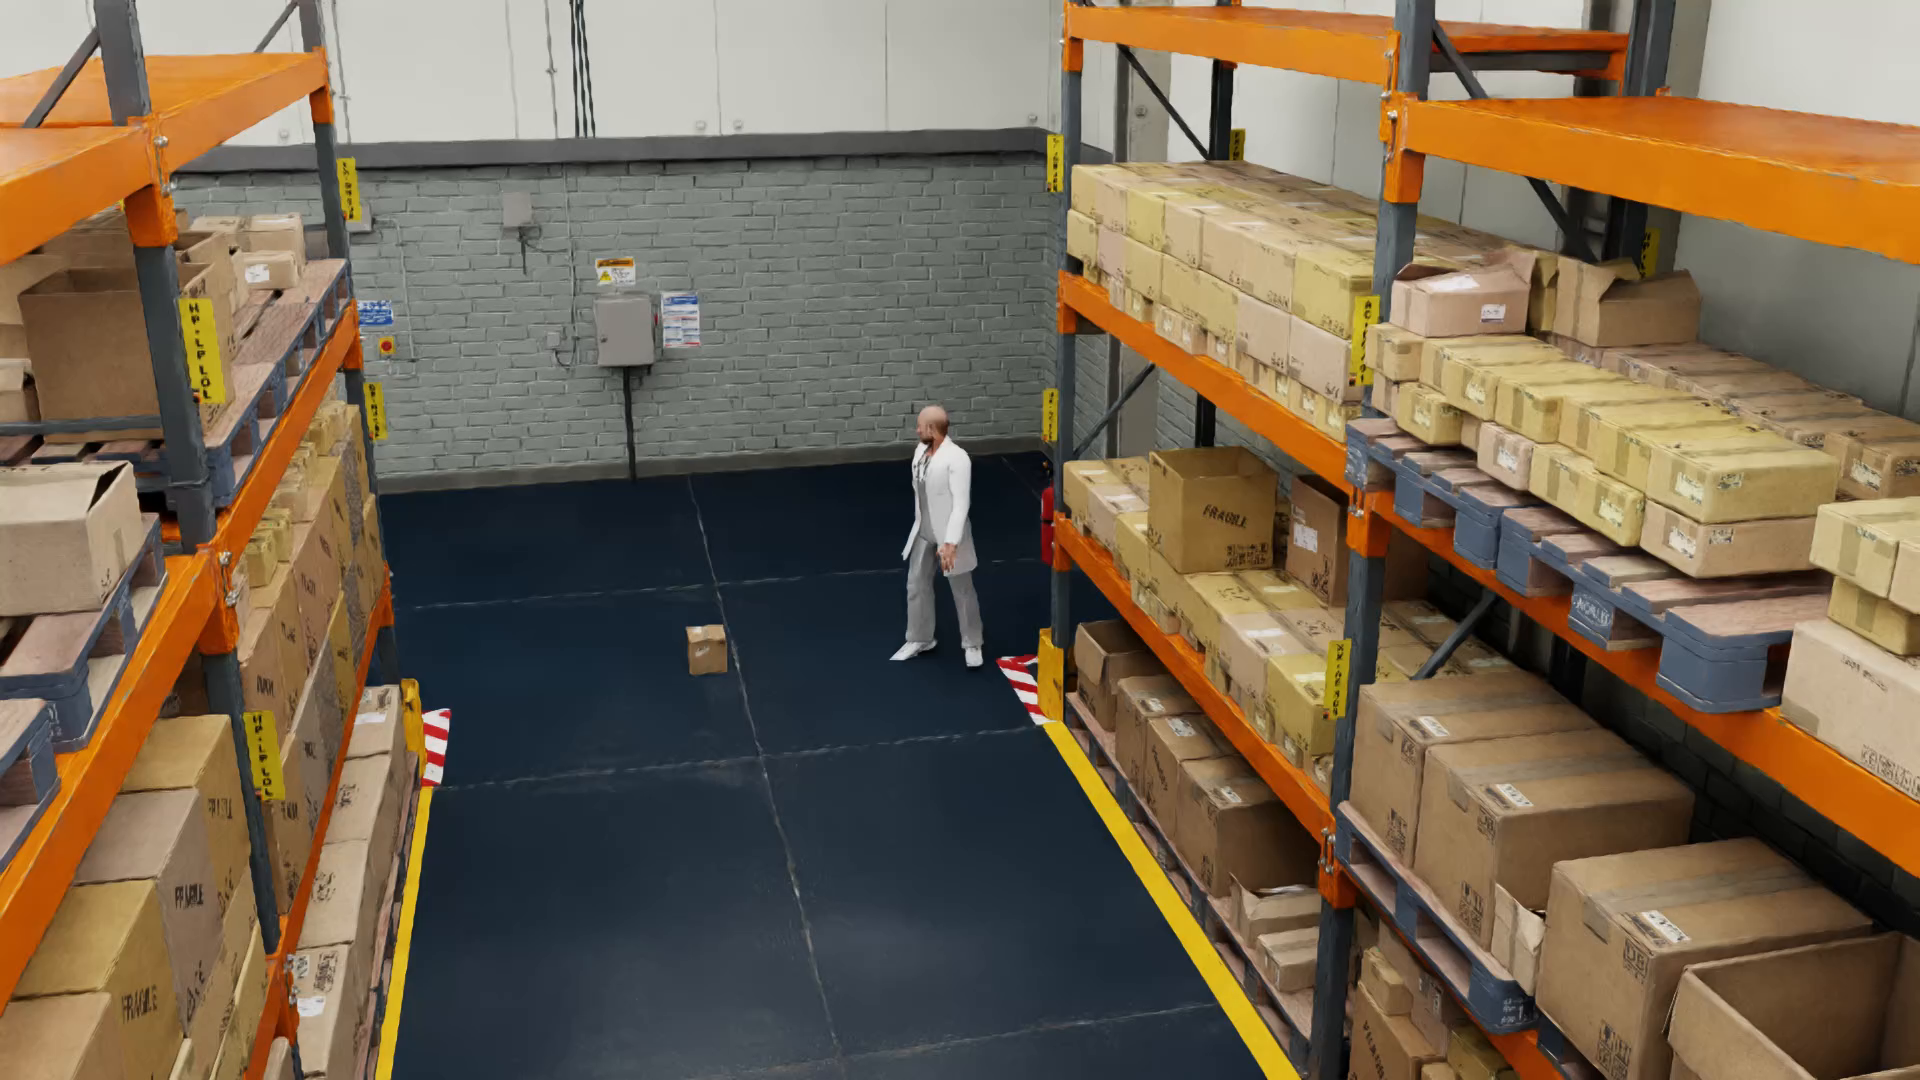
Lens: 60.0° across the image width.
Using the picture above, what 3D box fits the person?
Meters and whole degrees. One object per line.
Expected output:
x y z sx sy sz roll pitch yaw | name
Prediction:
-0.117 -0.036 11.135 0.553 1.770 0.676 -18 26 -41 | person
